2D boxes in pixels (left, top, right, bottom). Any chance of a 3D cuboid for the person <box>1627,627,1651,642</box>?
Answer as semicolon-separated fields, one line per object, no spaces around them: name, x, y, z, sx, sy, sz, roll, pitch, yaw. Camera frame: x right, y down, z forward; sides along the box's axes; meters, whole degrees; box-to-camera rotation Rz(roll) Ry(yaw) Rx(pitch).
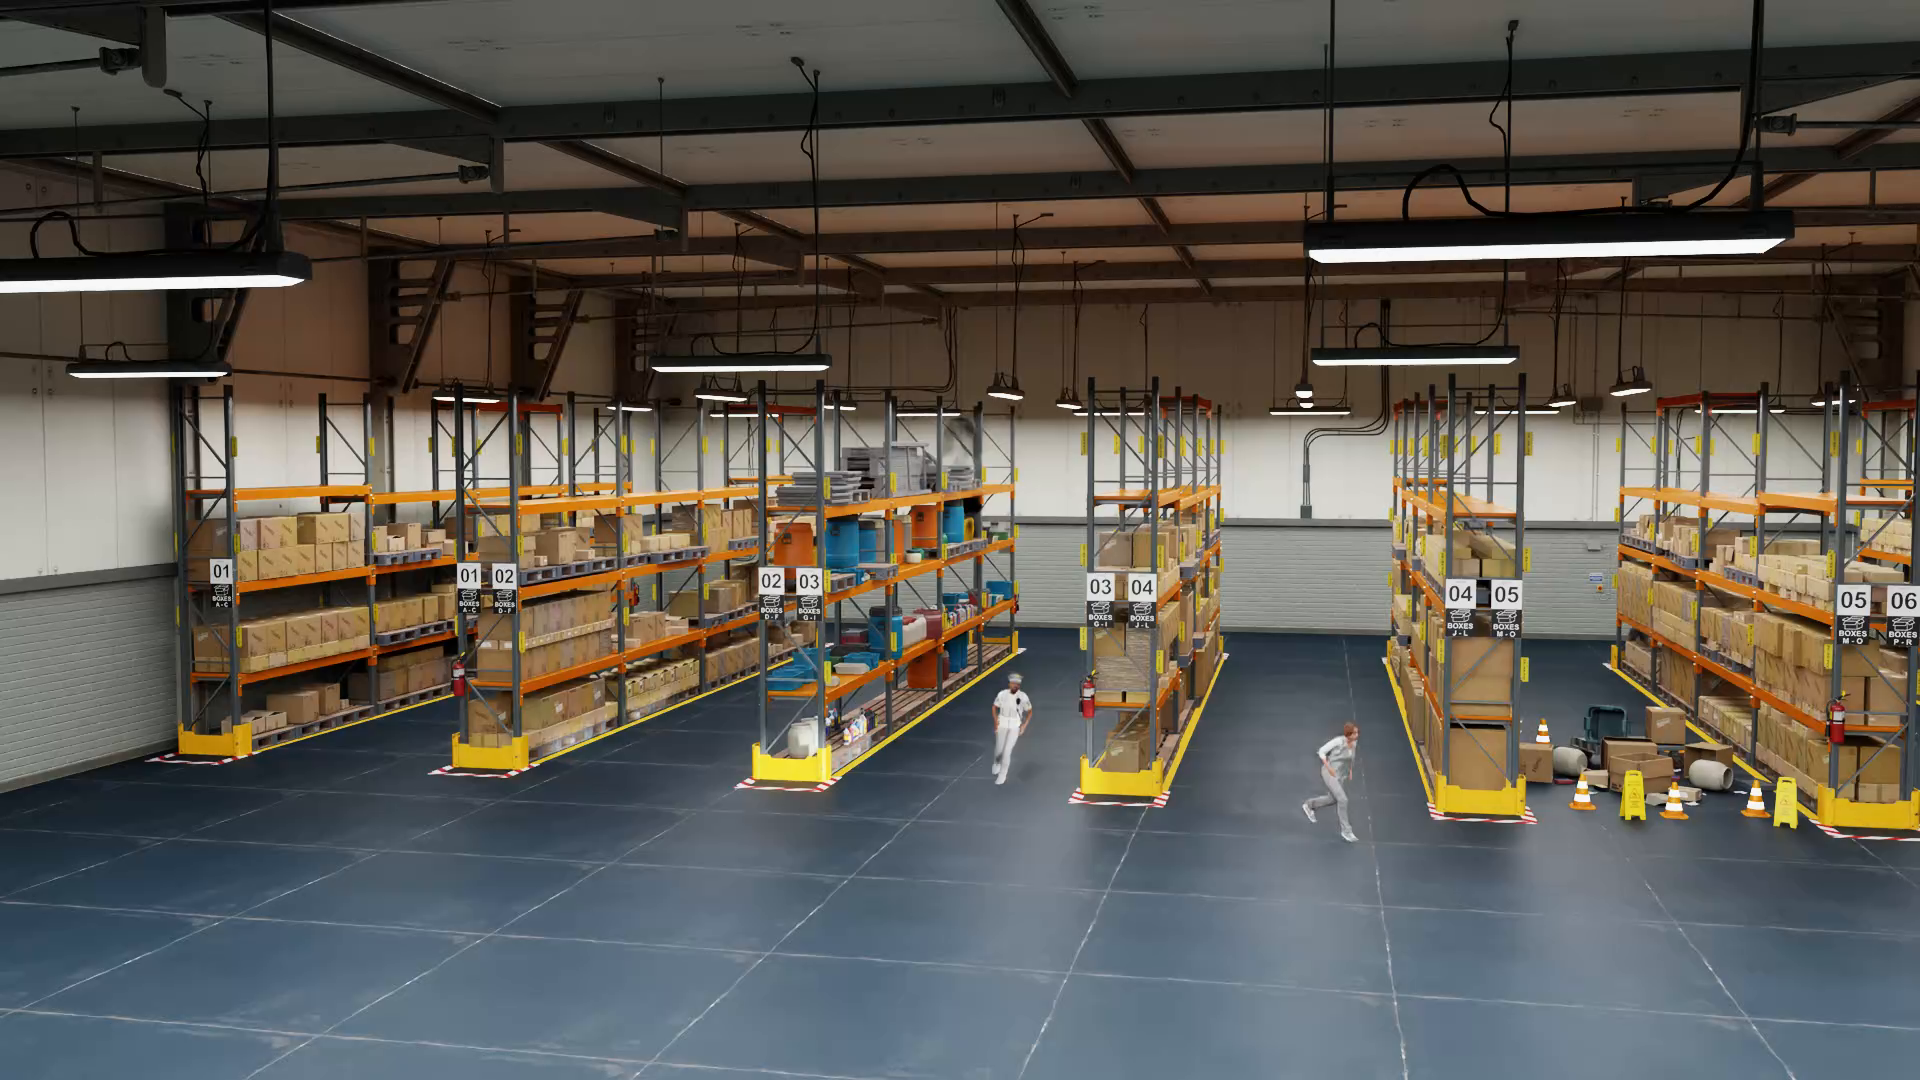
person;15.827;2.015;38.691;0.835;1.689;0.588;2;4;37

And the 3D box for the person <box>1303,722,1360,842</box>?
person;4.738;3.063;21.338;0.559;1.548;0.898;-2;4;-33

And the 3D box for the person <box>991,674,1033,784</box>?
person;0.776;2.805;24.929;0.638;1.648;0.589;0;3;6
